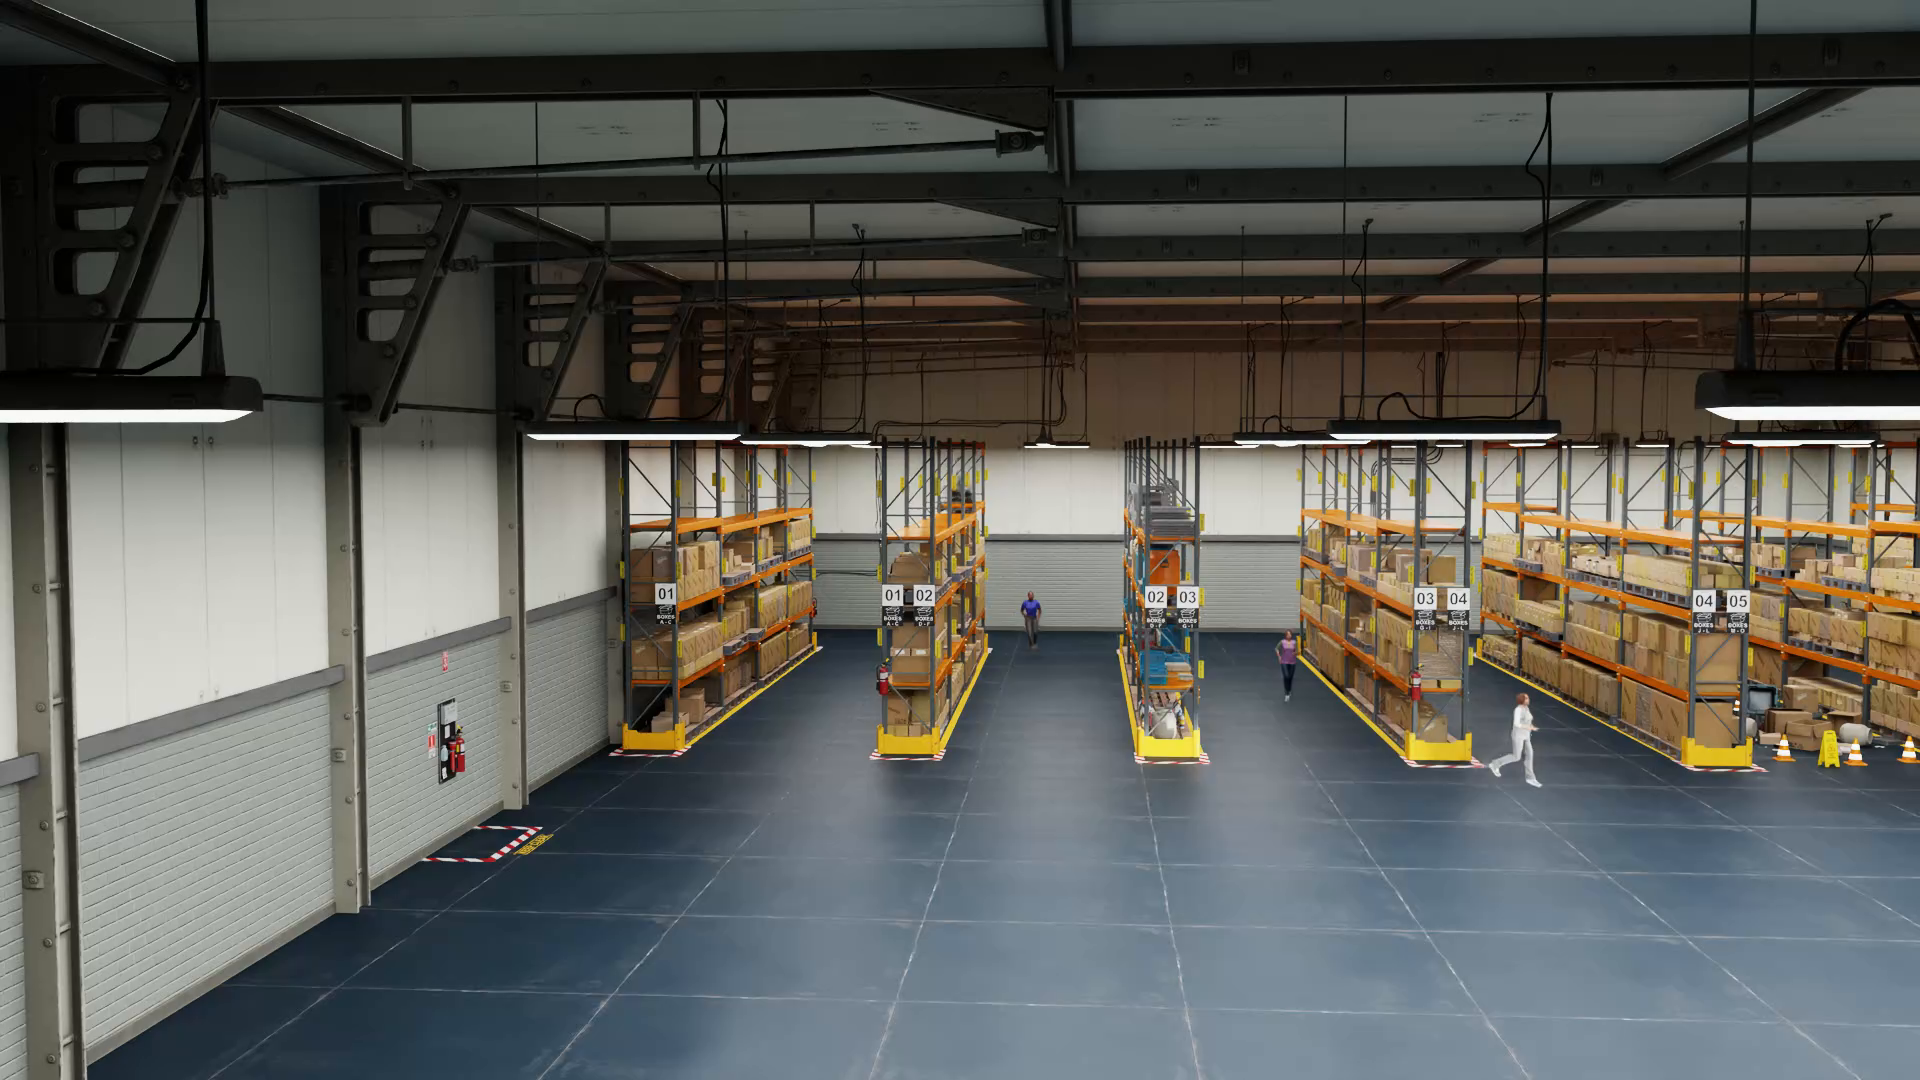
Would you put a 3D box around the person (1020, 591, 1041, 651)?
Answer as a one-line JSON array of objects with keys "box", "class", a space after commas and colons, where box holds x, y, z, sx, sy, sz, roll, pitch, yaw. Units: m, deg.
[{"box": [1.943, 2.232, 45.521, 0.582, 1.633, 0.525, 0, 3, 0], "class": "person"}]

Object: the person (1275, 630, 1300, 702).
[{"box": [7.555, 2.882, 38.305, 0.528, 1.602, 0.729, 0, 3, 1], "class": "person"}]

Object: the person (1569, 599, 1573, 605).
[{"box": [16.583, 2.469, 45.296, 0.532, 1.717, 0.733, 0, 3, -6], "class": "person"}]

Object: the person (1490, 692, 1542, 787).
[{"box": [9.579, 3.403, 28.569, 0.860, 1.598, 0.548, 2, 4, 38], "class": "person"}]
